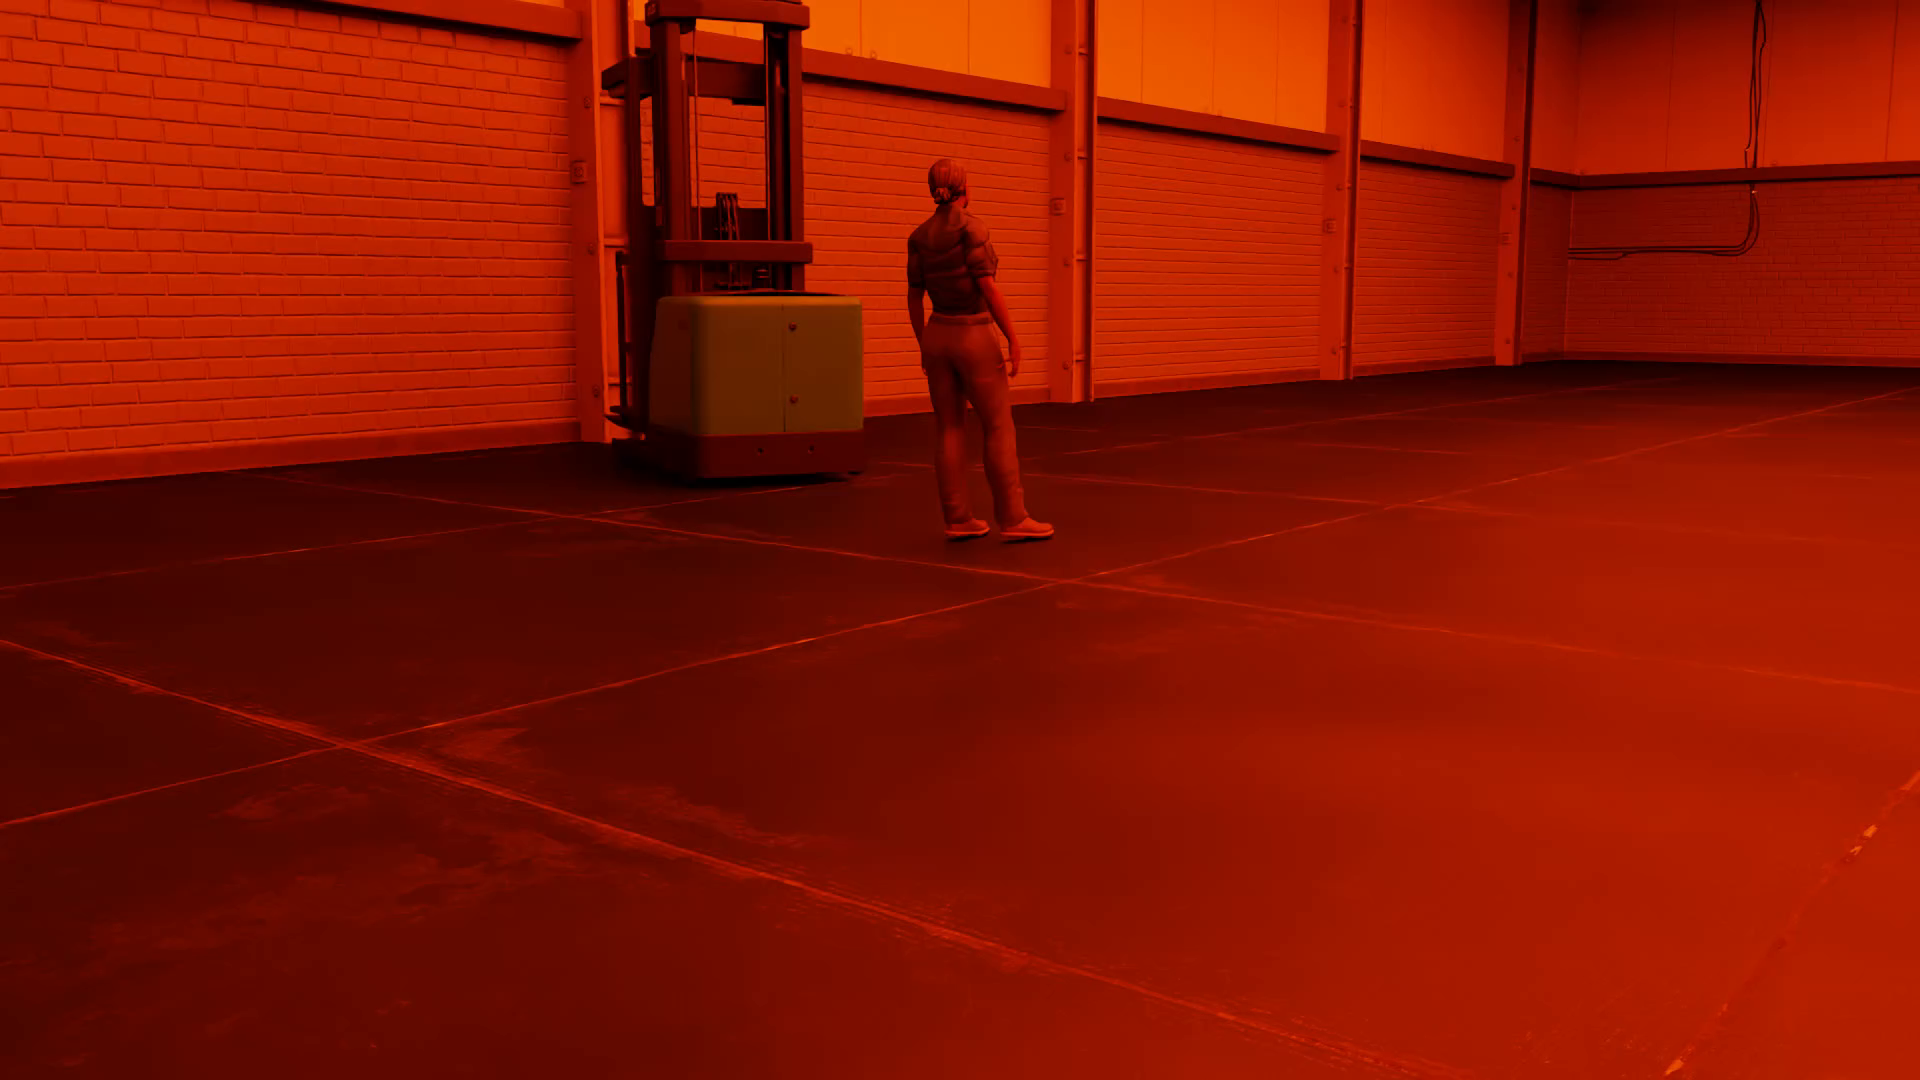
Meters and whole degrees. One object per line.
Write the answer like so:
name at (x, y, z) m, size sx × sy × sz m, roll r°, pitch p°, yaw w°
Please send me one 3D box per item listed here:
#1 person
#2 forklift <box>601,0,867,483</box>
person at (0.070, -0.833, 7.339) m, size 0.570 × 1.654 × 0.504 m, roll 7°, pitch 11°, yaw 38°
forklift at (-1.621, -1.948, 10.595) m, size 1.130 × 2.935 × 3.031 m, roll -4°, pitch 9°, yaw -24°
